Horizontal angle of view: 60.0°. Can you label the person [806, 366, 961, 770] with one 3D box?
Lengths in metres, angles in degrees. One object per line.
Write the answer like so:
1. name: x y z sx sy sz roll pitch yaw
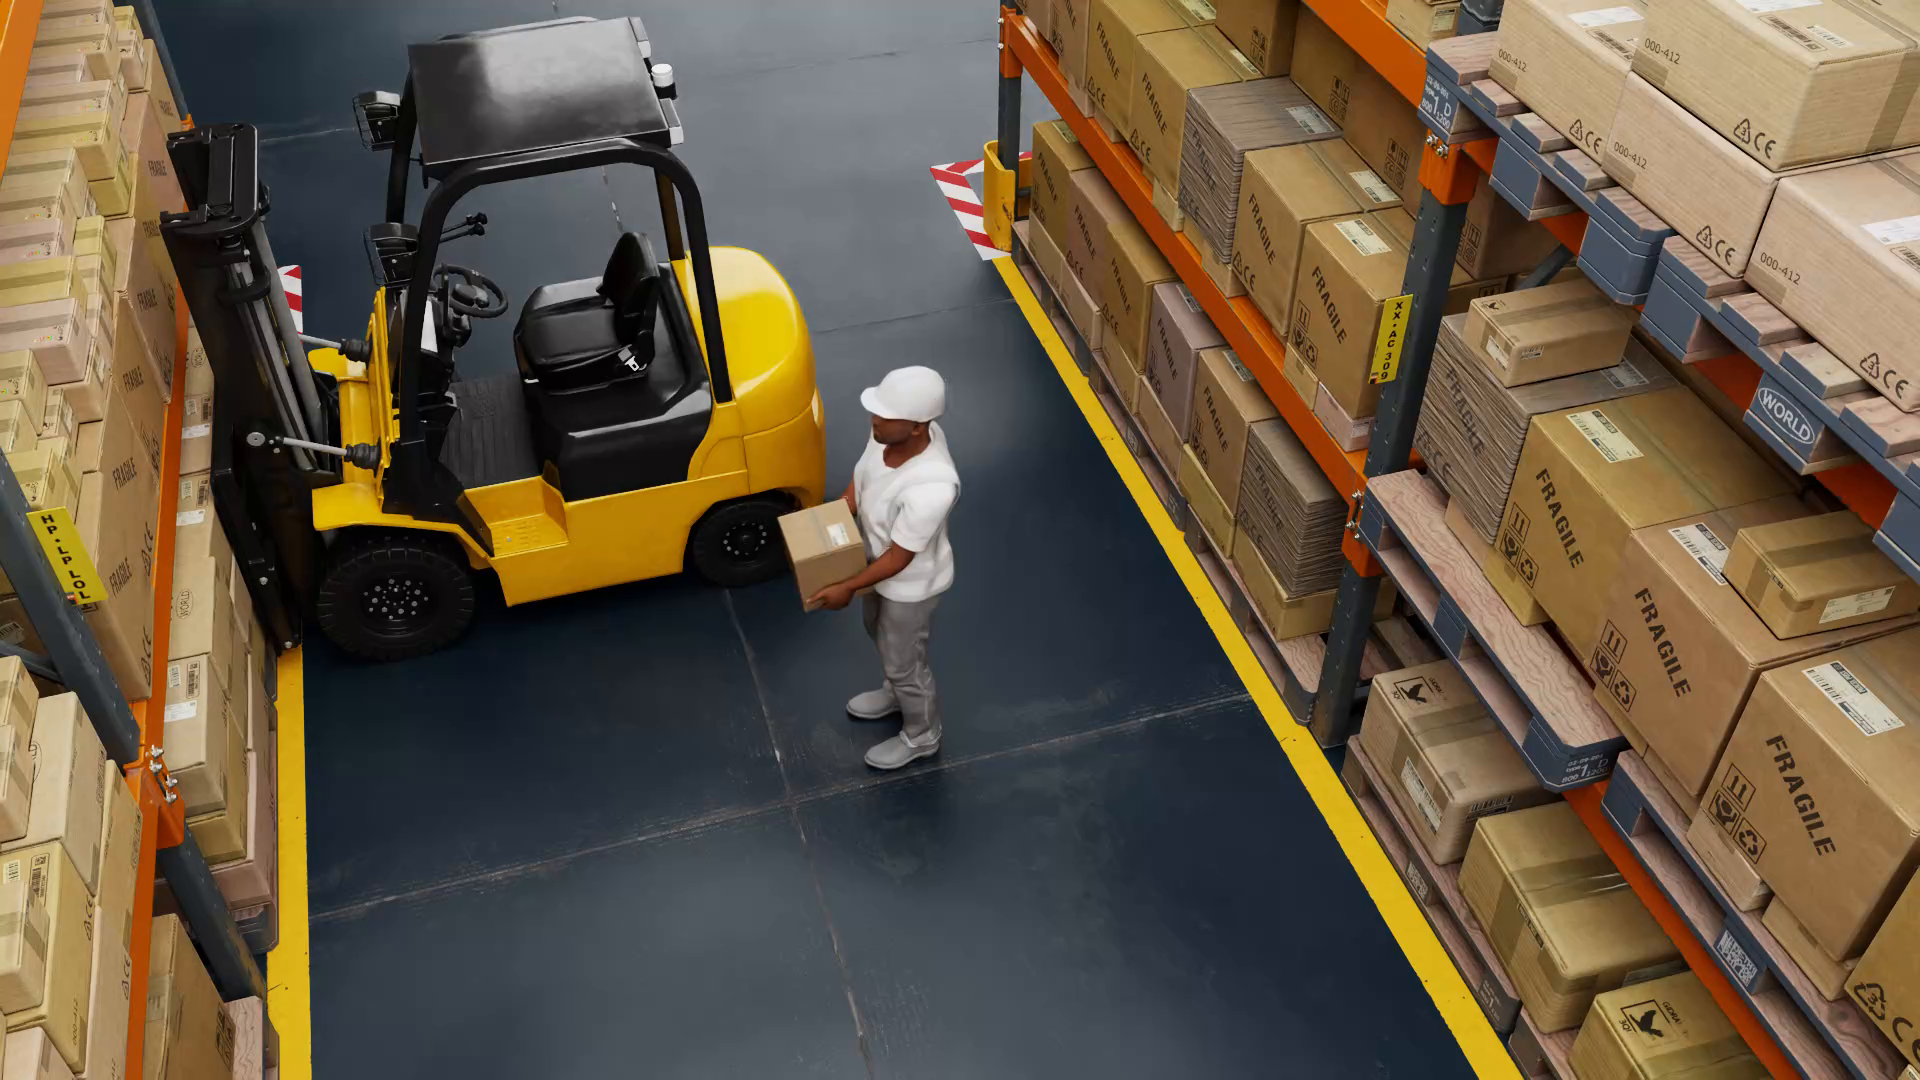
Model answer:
1. person: -0.303 0.124 6.004 0.573 1.767 0.521 -12 43 -13
